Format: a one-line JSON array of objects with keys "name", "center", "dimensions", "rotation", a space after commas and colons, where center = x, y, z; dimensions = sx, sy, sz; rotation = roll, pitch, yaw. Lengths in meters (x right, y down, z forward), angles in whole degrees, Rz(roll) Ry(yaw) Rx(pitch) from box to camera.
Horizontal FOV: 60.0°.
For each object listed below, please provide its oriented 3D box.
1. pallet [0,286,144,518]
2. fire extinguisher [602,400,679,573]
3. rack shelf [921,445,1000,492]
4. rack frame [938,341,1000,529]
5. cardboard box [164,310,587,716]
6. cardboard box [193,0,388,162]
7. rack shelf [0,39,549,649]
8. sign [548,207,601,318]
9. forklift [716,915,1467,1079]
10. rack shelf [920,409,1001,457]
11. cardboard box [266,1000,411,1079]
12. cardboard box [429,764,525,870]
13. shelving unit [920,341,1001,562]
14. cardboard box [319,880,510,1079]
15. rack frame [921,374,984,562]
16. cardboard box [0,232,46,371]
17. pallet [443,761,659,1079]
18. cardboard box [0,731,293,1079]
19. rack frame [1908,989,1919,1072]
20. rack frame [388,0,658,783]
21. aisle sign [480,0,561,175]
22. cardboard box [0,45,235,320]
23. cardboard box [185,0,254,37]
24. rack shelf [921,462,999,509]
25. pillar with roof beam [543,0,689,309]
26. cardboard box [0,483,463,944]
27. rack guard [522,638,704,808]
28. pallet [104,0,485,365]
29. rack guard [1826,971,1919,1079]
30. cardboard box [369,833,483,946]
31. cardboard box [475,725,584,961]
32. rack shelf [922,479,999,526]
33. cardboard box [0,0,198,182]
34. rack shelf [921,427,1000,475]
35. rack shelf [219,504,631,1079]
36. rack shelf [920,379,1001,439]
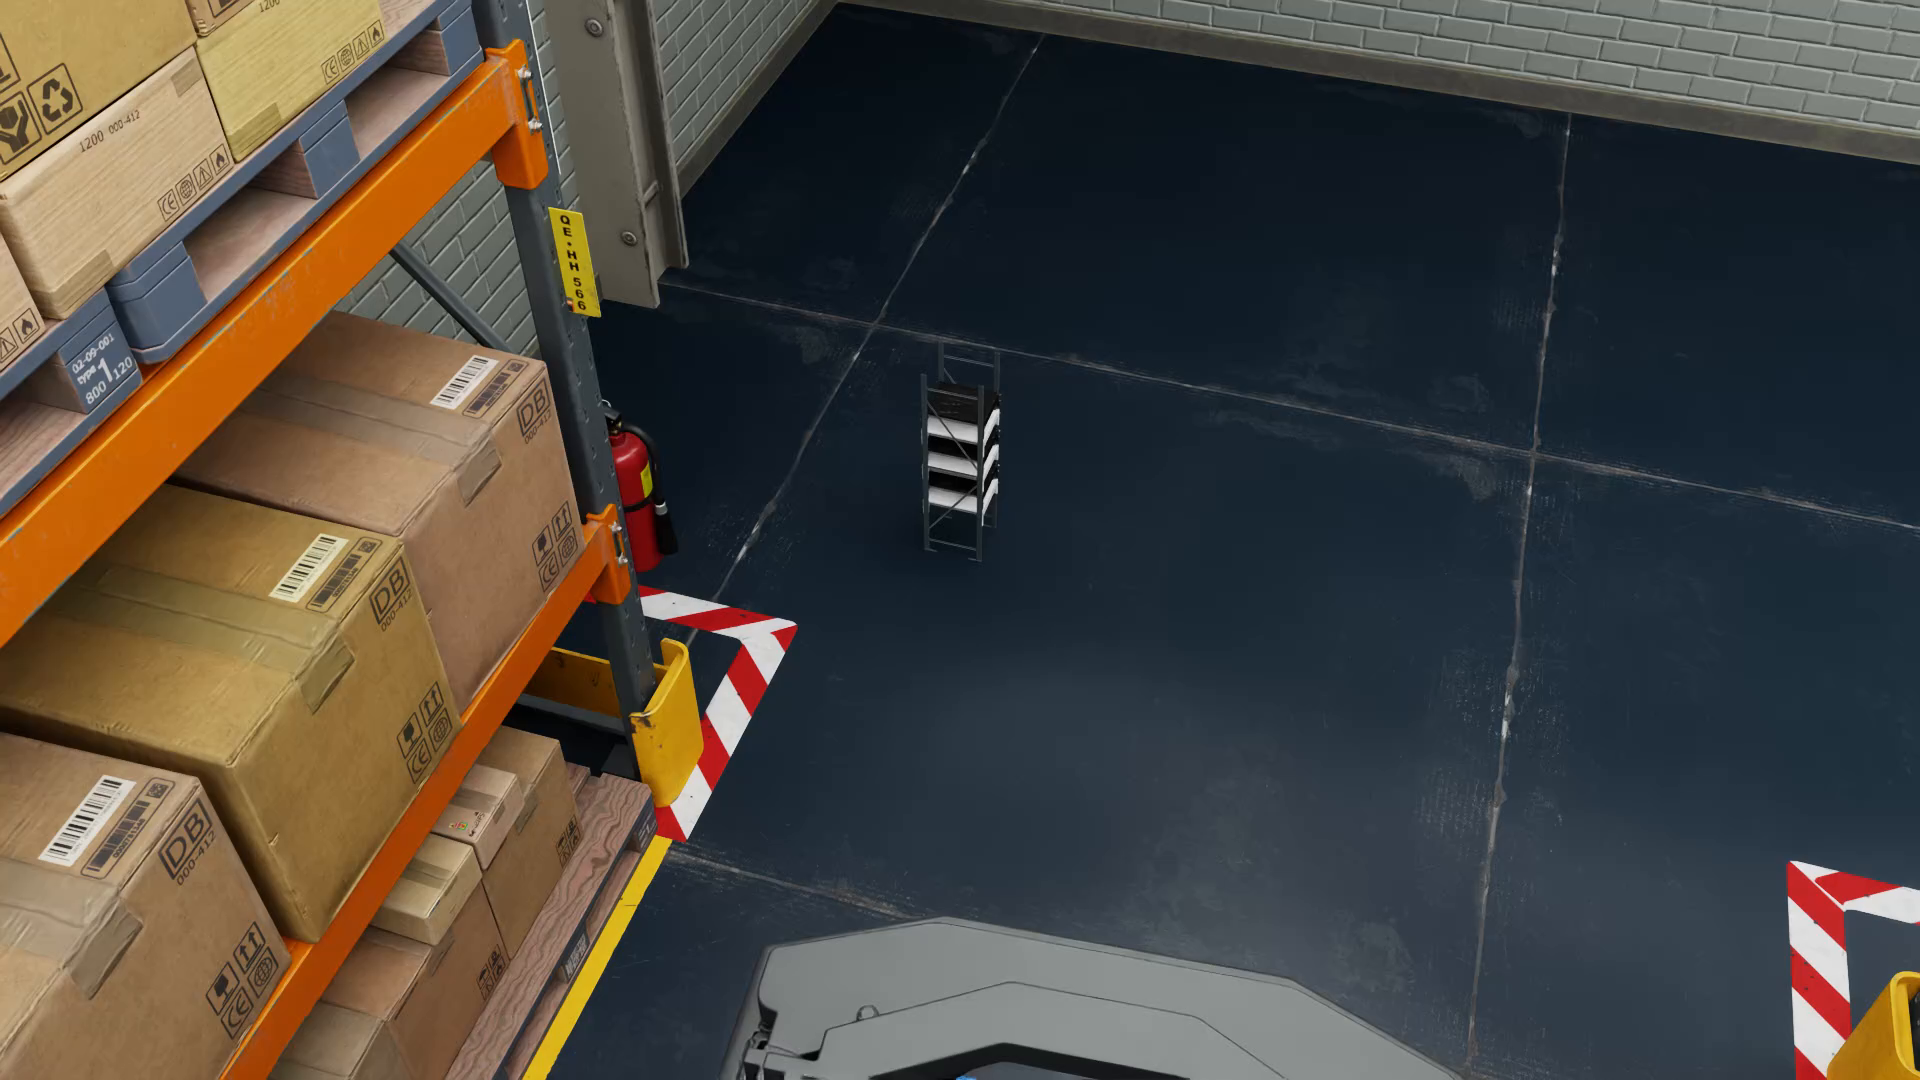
[{"name": "pallet", "center": [-2.104, -0.076, 2.602], "dimensions": [1.003, 0.211, 1.213], "rotation": [13, 46, 13]}, {"name": "fire extinguisher", "center": [-1.036, -0.190, 5.121], "dimensions": [0.296, 0.674, 0.183], "rotation": [13, 46, 13]}, {"name": "rack shelf", "center": [0.002, -0.303, 6.464], "dimensions": [0.258, 0.077, 0.200], "rotation": [13, 46, 13]}, {"name": "rack frame", "center": [0.033, -0.395, 6.510], "dimensions": [0.240, 0.900, 0.006], "rotation": [13, 46, 13]}, {"name": "cardboard box", "center": [-1.666, -0.113, 4.507], "dimensions": [0.980, 0.700, 0.700], "rotation": [14, 46, 14]}, {"name": "cardboard box", "center": [-1.490, -1.008, 3.226], "dimensions": [0.500, 0.250, 0.500], "rotation": [14, 46, 14]}, {"name": "rack shelf", "center": [-2.127, 0.170, 2.801], "dimensions": [1.077, 0.370, 4.000], "rotation": [13, 46, 13]}, {"name": "sign", "center": [-1.008, -0.723, 4.346], "dimensions": [0.100, 0.325, 0.005], "rotation": [13, 46, 13]}, {"name": "forklift", "center": [0.035, 2.049, 2.561], "dimensions": [1.130, 2.935, 3.031], "rotation": [8, 45, 9]}, {"name": "rack shelf", "center": [0.002, -0.432, 6.338], "dimensions": [0.258, 0.077, 0.200], "rotation": [13, 46, 13]}, {"name": "cardboard box", "center": [-1.941, 1.552, 4.506], "dimensions": [0.700, 0.500, 0.500], "rotation": [11, 45, 11]}, {"name": "cardboard box", "center": [-1.503, 0.775, 4.836], "dimensions": [0.380, 0.149, 0.250], "rotation": [12, 46, 12]}, {"name": "shelving unit", "center": [0.002, -0.327, 6.441], "dimensions": [0.258, 0.900, 0.210], "rotation": [13, 46, 13]}, {"name": "cardboard box", "center": [-1.789, 1.216, 4.849], "dimensions": [0.700, 0.500, 0.500], "rotation": [12, 46, 12]}, {"name": "rack frame", "center": [-0.028, -0.259, 6.372], "dimensions": [0.240, 0.900, 0.006], "rotation": [13, 46, 13]}, {"name": "cardboard box", "center": [-1.800, -0.313, 2.516], "dimensions": [0.500, 0.250, 0.500], "rotation": [11, 45, 11]}, {"name": "pallet", "center": [-1.689, 1.198, 5.375], "dimensions": [1.003, 0.211, 1.213], "rotation": [13, 46, 13]}, {"name": "cardboard box", "center": [-2.116, 0.880, 3.491], "dimensions": [0.980, 0.700, 0.700], "rotation": [10, 45, 11]}, {"name": "rack frame", "center": [3.201, 0.699, 3.891], "dimensions": [1.000, 3.000, 0.127], "rotation": [13, 46, 13]}, {"name": "rack frame", "center": [-1.521, -0.348, 4.961], "dimensions": [1.000, 3.000, 0.127], "rotation": [13, 46, 13]}, {"name": "aisle sign", "center": [-1.214, -1.262, 4.036], "dimensions": [0.394, 0.787, 0.004], "rotation": [13, 46, 13]}, {"name": "cardboard box", "center": [-1.647, -0.661, 2.872], "dimensions": [0.500, 0.250, 0.500], "rotation": [11, 45, 11]}, {"name": "cardboard box", "center": [-1.483, -1.275, 2.963], "dimensions": [0.500, 0.500, 0.500], "rotation": [12, 46, 12]}, {"name": "rack shelf", "center": [0.002, -0.239, 6.527], "dimensions": [0.258, 0.077, 0.200], "rotation": [13, 46, 13]}, {"name": "pillar with roof beam", "center": [2.575, -3.563, 3.958], "dimensions": [9.100, 9.000, 0.400], "rotation": [13, 46, 13]}, {"name": "cardboard box", "center": [-1.876, 0.374, 4.009], "dimensions": [0.980, 0.700, 0.700], "rotation": [12, 46, 12]}, {"name": "rack guard", "center": [-1.514, 0.529, 5.852], "dimensions": [1.175, 0.500, 0.348], "rotation": [13, 46, 13]}, {"name": "pallet", "center": [-1.736, -0.892, 3.435], "dimensions": [1.003, 0.211, 1.213], "rotation": [13, 46, 13]}, {"name": "rack guard", "center": [3.178, 1.643, 4.714], "dimensions": [1.175, 0.500, 0.348], "rotation": [13, 46, 13]}, {"name": "cardboard box", "center": [-1.580, 0.946, 4.662], "dimensions": [0.380, 0.149, 0.250], "rotation": [14, 46, 14]}, {"name": "cardboard box", "center": [-1.638, 0.883, 5.190], "dimensions": [0.700, 0.500, 0.500], "rotation": [13, 46, 13]}, {"name": "rack shelf", "center": [0.002, -0.175, 6.590], "dimensions": [0.258, 0.077, 0.200], "rotation": [13, 46, 13]}, {"name": "cardboard box", "center": [-1.645, -0.944, 2.624], "dimensions": [0.500, 0.500, 0.500], "rotation": [14, 46, 14]}, {"name": "rack shelf", "center": [0.002, -0.368, 6.401], "dimensions": [0.258, 0.077, 0.200], "rotation": [13, 46, 13]}, {"name": "rack shelf", "center": [-2.127, 1.242, 3.850], "dimensions": [1.077, 0.370, 4.000], "rotation": [13, 46, 13]}, {"name": "rack shelf", "center": [0.002, -0.496, 6.275], "dimensions": [0.258, 0.077, 0.200], "rotation": [13, 46, 13]}]
